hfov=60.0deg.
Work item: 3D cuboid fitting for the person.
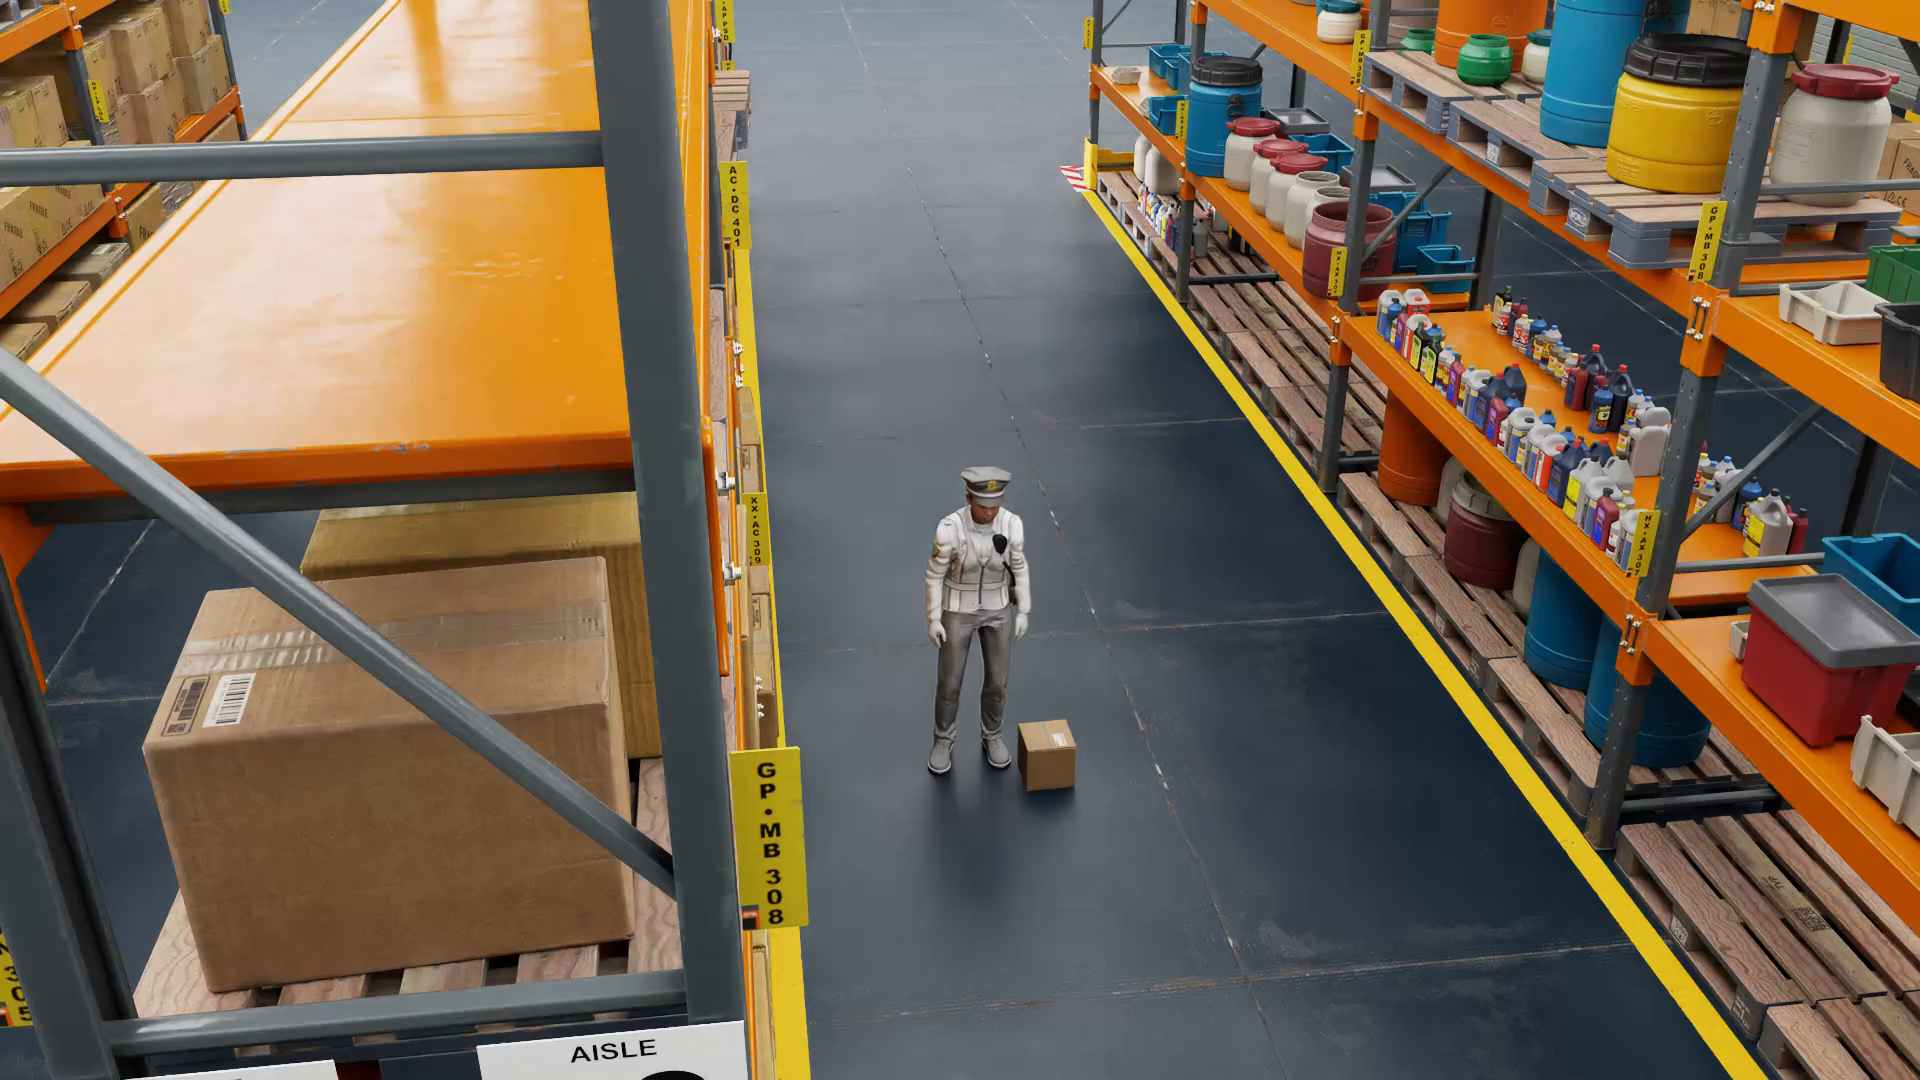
[{"bbox_3d":[0.089,0.382,8.345,0.546,1.664,0.374,-5,28,-9],"label":"person"}]
